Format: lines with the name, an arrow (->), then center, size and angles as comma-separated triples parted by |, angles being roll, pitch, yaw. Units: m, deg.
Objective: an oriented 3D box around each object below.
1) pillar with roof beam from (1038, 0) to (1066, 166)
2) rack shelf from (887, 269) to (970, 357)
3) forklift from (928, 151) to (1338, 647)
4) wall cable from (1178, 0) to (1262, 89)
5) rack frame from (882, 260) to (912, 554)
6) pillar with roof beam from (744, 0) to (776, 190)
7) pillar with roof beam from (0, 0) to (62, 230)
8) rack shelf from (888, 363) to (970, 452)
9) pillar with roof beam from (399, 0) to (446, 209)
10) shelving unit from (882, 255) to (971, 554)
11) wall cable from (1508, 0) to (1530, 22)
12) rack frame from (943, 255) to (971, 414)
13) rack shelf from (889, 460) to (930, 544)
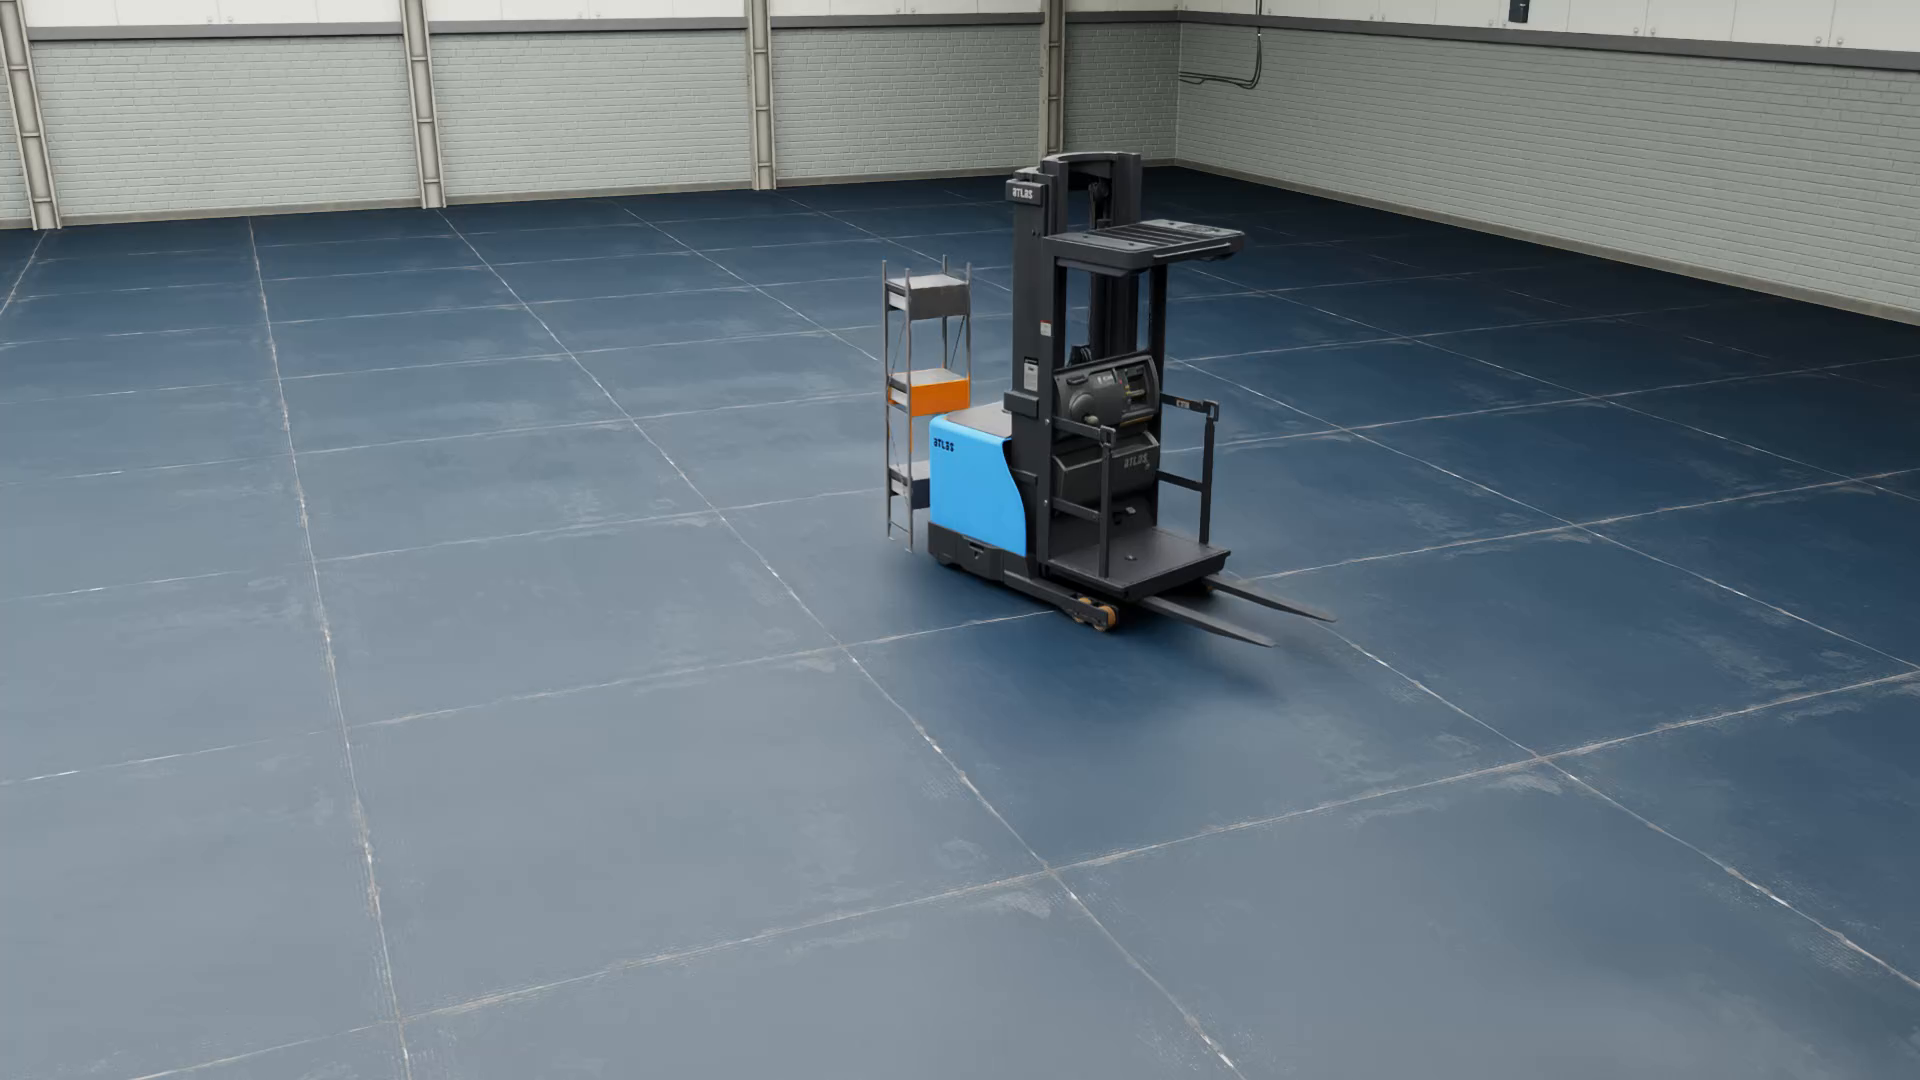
pillar with roof beam -> 3.523, -10.335, 28.325 | 0.400, 9.000, 9.100 | -8, 21, -22
rack shelf -> -0.238, -1.635, 11.939 | 0.480, 0.518, 0.431 | -10, 22, -27
forklift -> 1.123, -0.978, 10.887 | 1.130, 2.935, 3.031 | -16, 25, -39
wall cable -> 5.047, -10.167, 32.524 | 0.112, 2.526, 3.097 | -8, 21, -22
rack frame -> -0.452, -0.949, 12.057 | 0.015, 2.100, 0.400 | -10, 22, -27
pillar with roof beam -> -1.986, -9.546, 26.083 | 0.400, 9.000, 9.100 | -8, 21, -22
pillar with roof beam -> -13.004, -7.967, 21.599 | 0.400, 9.000, 9.100 | -8, 21, -22
rack shelf -> -0.238, -0.975, 12.171 | 0.480, 0.518, 0.431 | -10, 22, -27
pillar with roof beam -> -7.495, -8.756, 23.841 | 0.400, 9.000, 9.100 | -8, 21, -22
shelving unit -> -0.238, -0.988, 12.167 | 0.503, 2.100, 0.431 | -10, 22, -27
wall cable -> 8.793, -10.339, 23.216 | 0.169, 6.003, 2.305 | -8, 21, -22
rack frame -> -0.024, -1.027, 12.277 | 0.015, 2.100, 0.400 | -10, 22, -27
rack shelf -> -0.238, -0.315, 12.404 | 0.480, 0.518, 0.431 | -10, 22, -27
